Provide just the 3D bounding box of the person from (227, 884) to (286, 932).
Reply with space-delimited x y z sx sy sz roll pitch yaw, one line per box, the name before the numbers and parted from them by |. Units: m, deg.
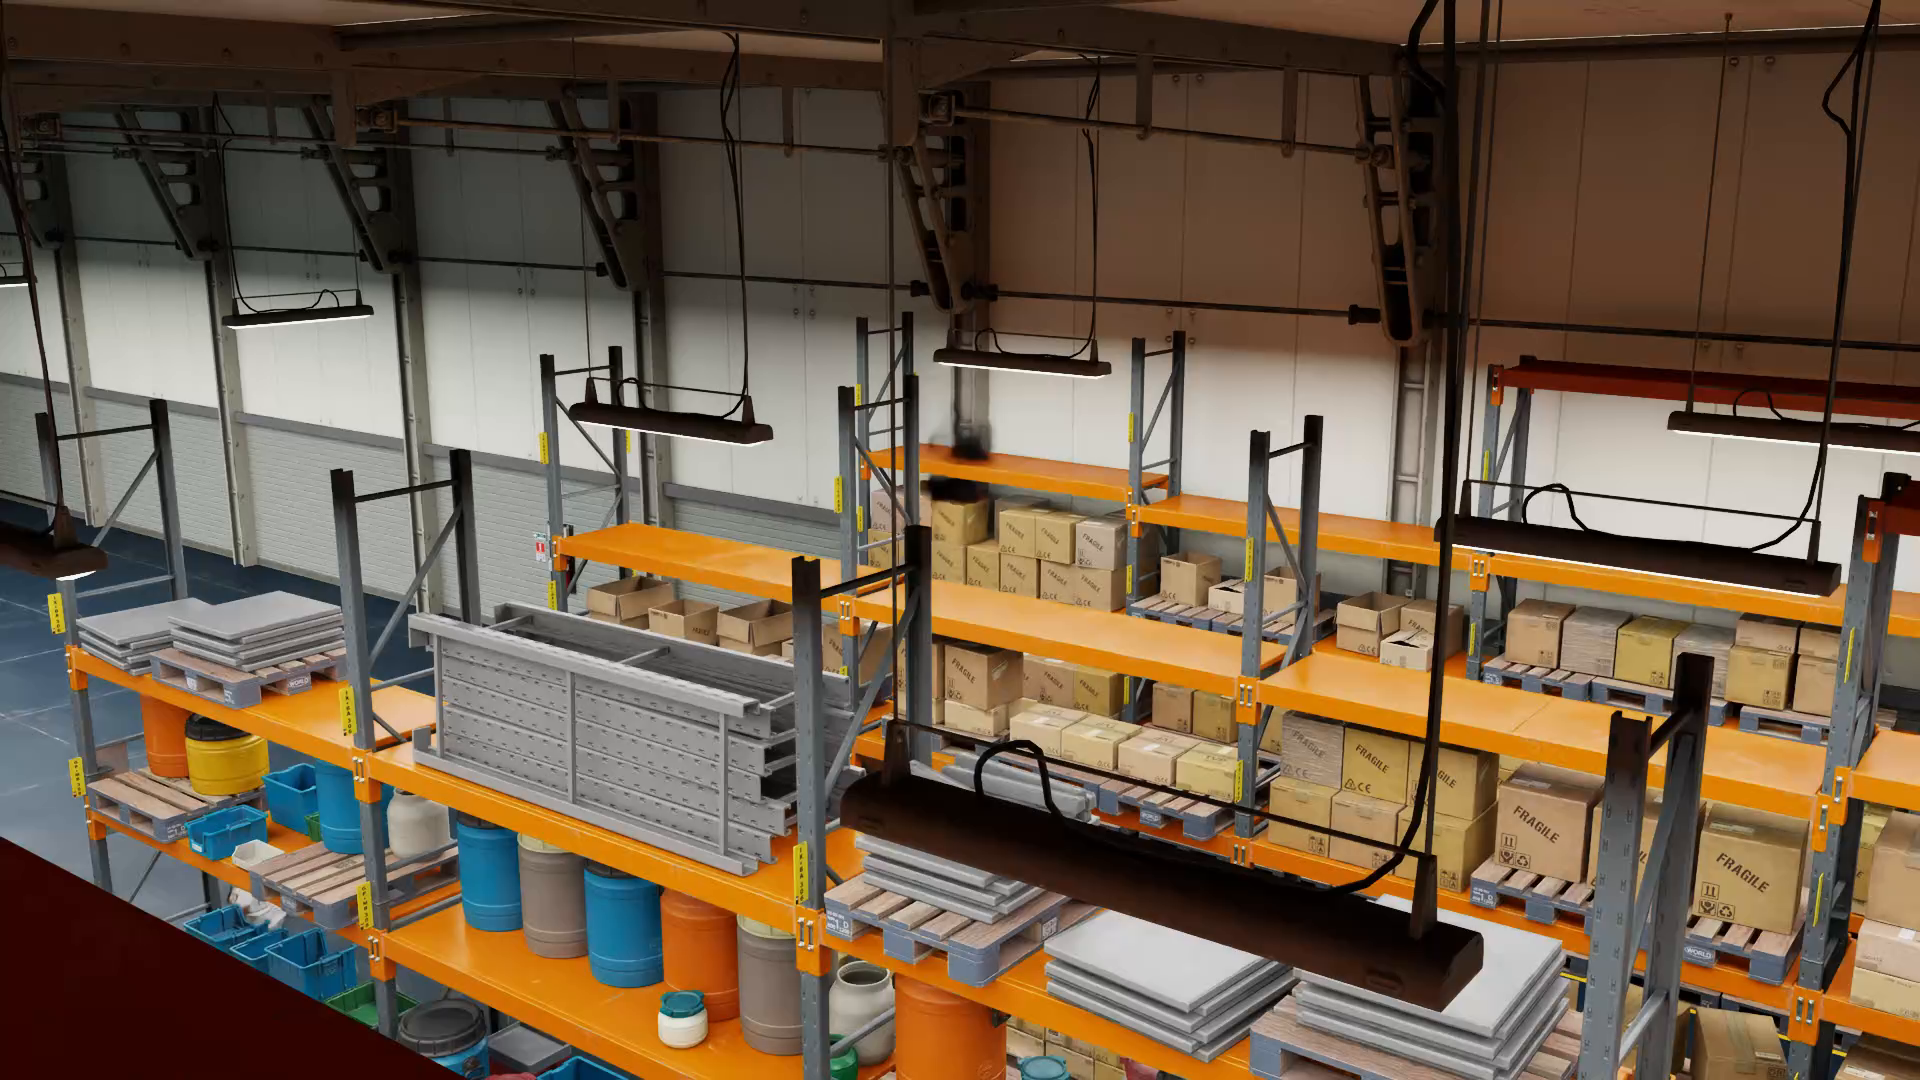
person | -6.570 3.657 15.730 0.822 1.845 0.691 2 13 7
